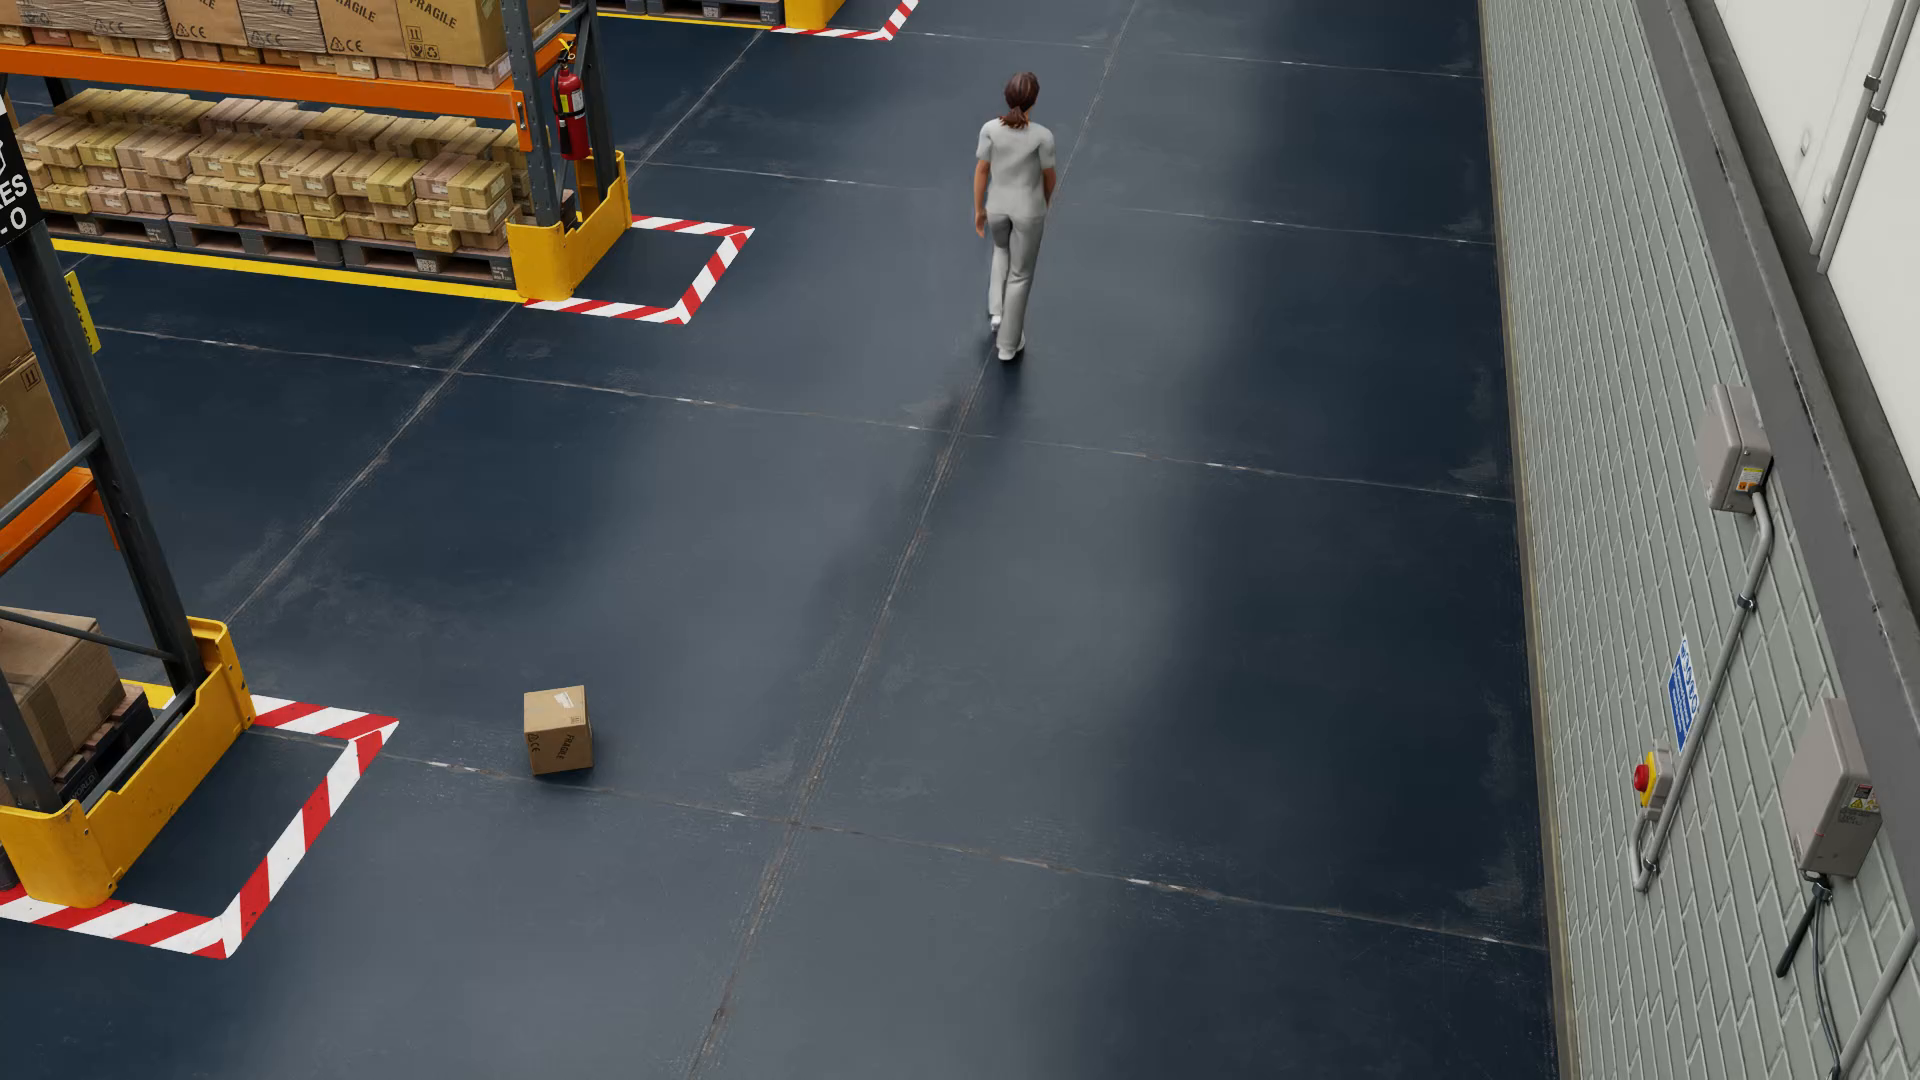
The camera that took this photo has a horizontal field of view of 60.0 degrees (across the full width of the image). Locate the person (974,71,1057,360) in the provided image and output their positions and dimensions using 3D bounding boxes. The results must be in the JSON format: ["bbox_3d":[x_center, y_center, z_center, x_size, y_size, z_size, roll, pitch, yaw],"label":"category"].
[{"bbox_3d":[0.317,-1.829,9.431,0.447,1.712,0.544,14,39,18],"label":"person"}]
